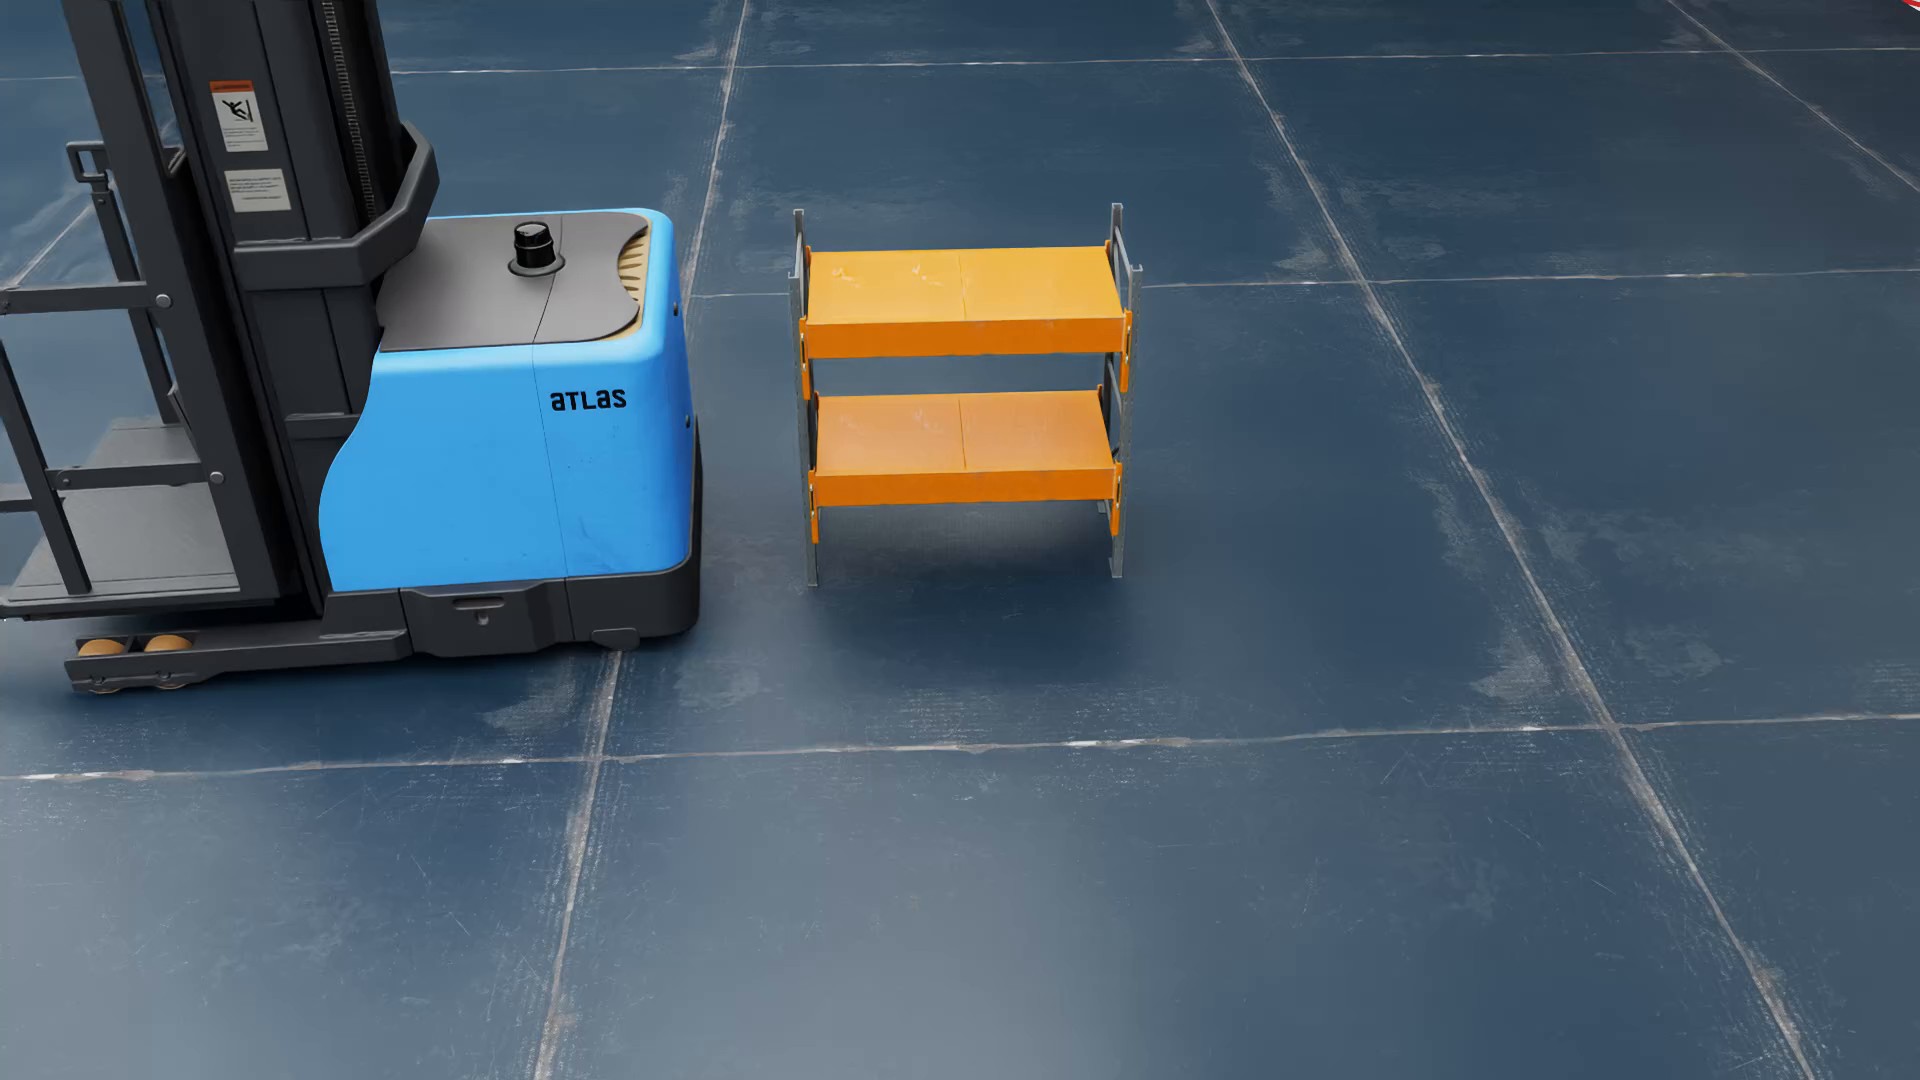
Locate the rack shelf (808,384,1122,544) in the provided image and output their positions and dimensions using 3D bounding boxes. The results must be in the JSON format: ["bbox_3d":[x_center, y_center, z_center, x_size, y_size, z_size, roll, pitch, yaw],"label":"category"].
[{"bbox_3d":[0.007,-0.262,5.569,1.000,0.278,0.538,-2,35,-2],"label":"rack shelf"}]

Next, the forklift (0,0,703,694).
[{"bbox_3d":[-2.383,-1.055,4.698,3.031,2.935,1.130,-4,35,-5],"label":"forklift"}]

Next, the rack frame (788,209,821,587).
[{"bbox_3d":[-0.501,-0.449,5.410,0.032,1.125,0.500,-2,35,-2],"label":"rack frame"}]

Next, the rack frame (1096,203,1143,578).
[{"bbox_3d":[0.515,-0.476,5.450,0.032,1.125,0.500,-2,35,-2],"label":"rack frame"}]

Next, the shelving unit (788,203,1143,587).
[{"bbox_3d":[0.007,-0.463,5.430,1.048,1.125,0.538,-2,35,-2],"label":"shelving unit"}]

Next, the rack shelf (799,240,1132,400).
[{"bbox_3d":[0.007,-0.703,5.264,1.000,0.278,0.538,-2,35,-2],"label":"rack shelf"}]
